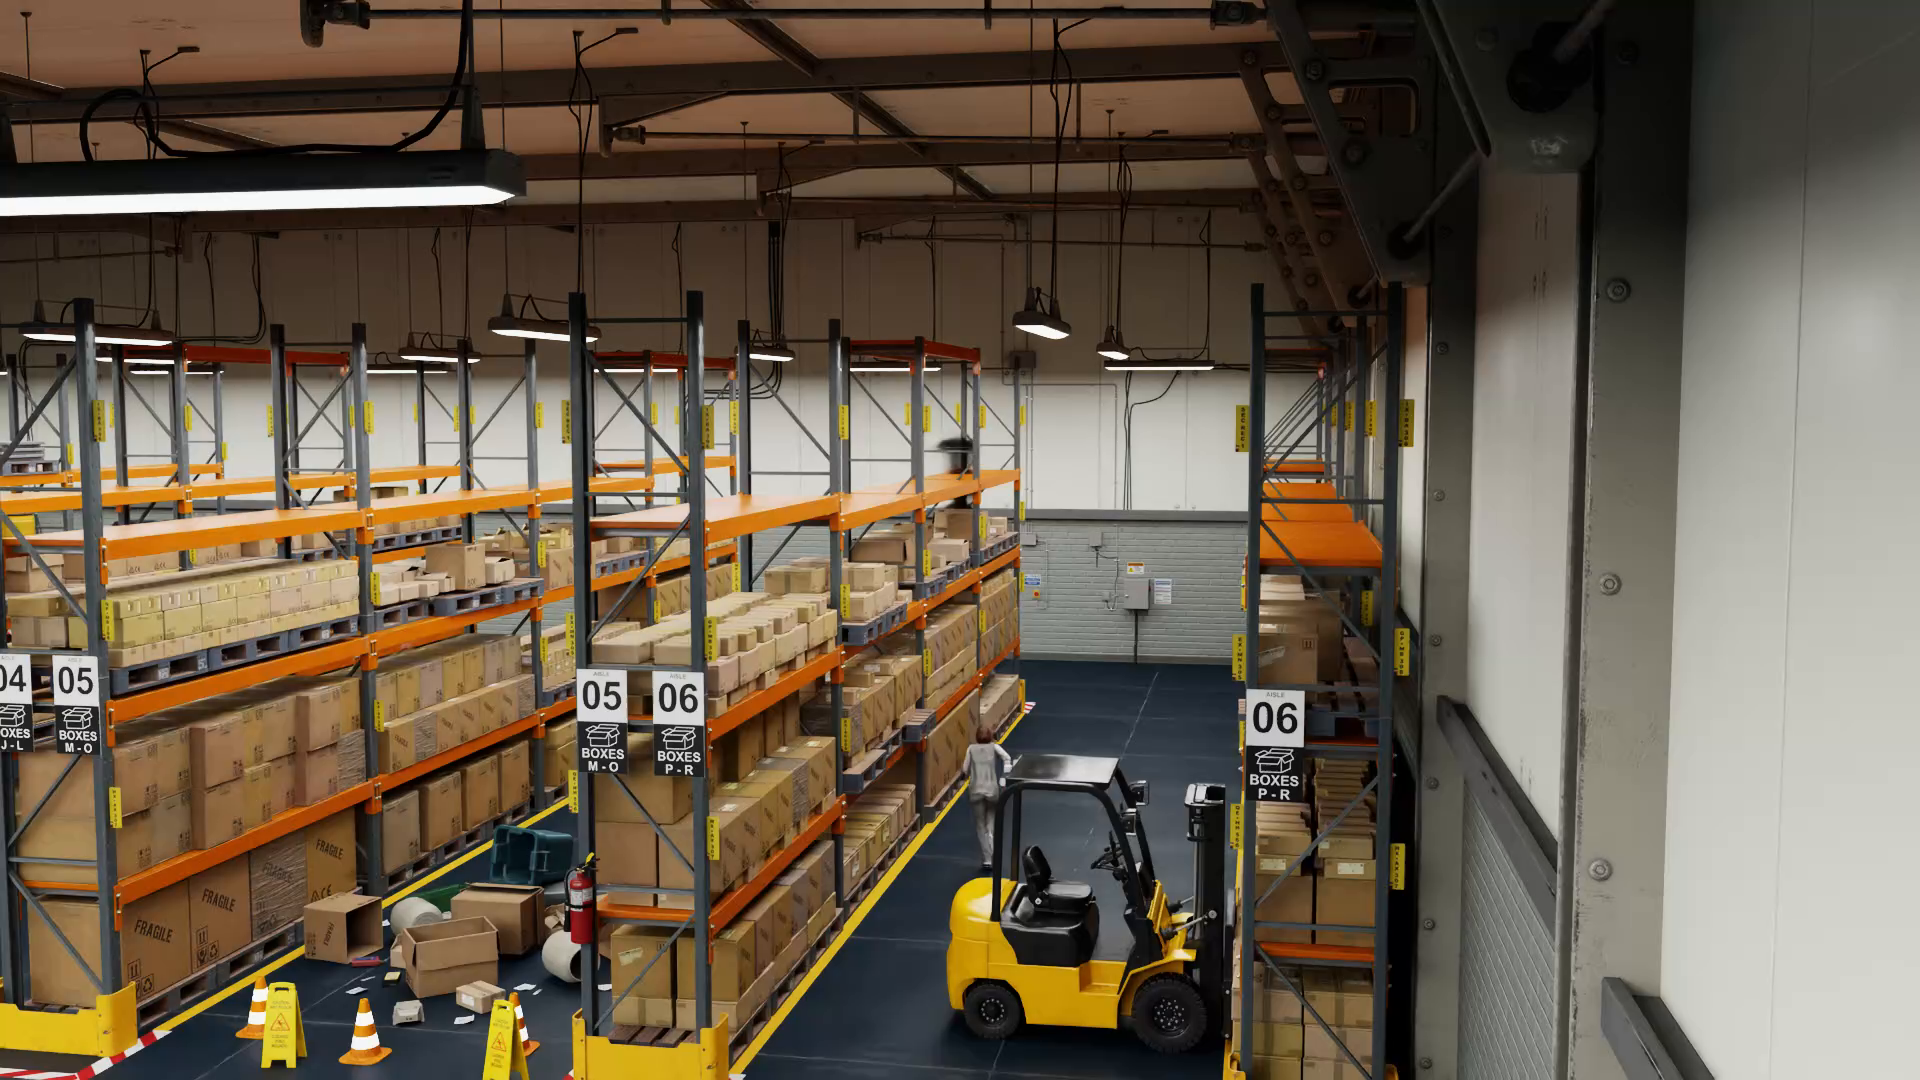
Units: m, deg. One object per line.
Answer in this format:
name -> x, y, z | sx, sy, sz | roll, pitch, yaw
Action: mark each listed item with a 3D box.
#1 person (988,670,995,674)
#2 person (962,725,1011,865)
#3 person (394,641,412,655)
person -> 0.289, 1.859, 30.037 | 0.843, 1.812, 0.660 | 0, 5, -3
person -> 0.297, 2.876, 18.848 | 0.529, 1.524, 0.784 | 0, 5, -4
person -> -8.368, 2.296, 25.295 | 0.647, 1.689, 0.877 | 0, 5, -5
